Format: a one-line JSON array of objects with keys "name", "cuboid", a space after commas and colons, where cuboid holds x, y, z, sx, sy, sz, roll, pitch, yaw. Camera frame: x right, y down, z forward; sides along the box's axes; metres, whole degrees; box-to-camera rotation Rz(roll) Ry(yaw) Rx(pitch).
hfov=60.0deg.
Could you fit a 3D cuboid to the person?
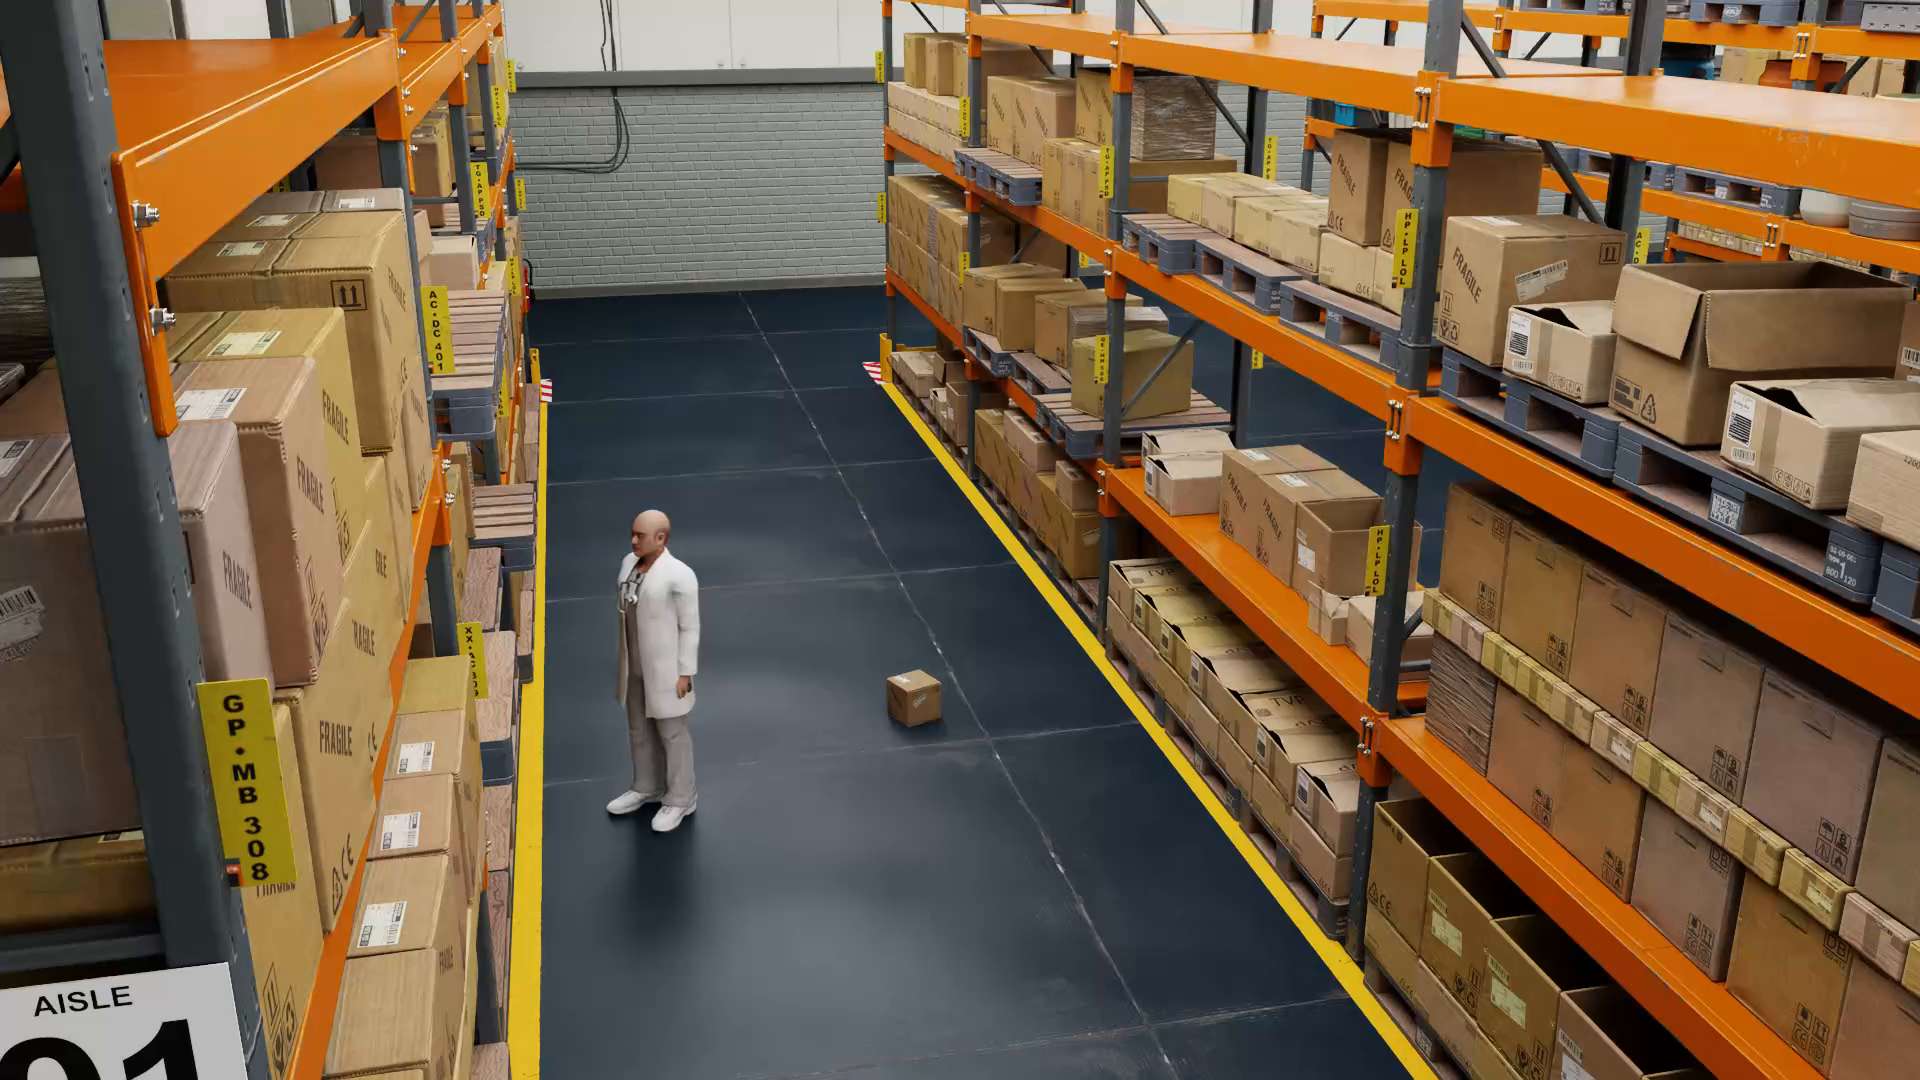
[{"name": "person", "cuboid": [-1.684, 0.703, 9.074, 0.547, 1.782, 0.391, 14, 24, 34]}]
